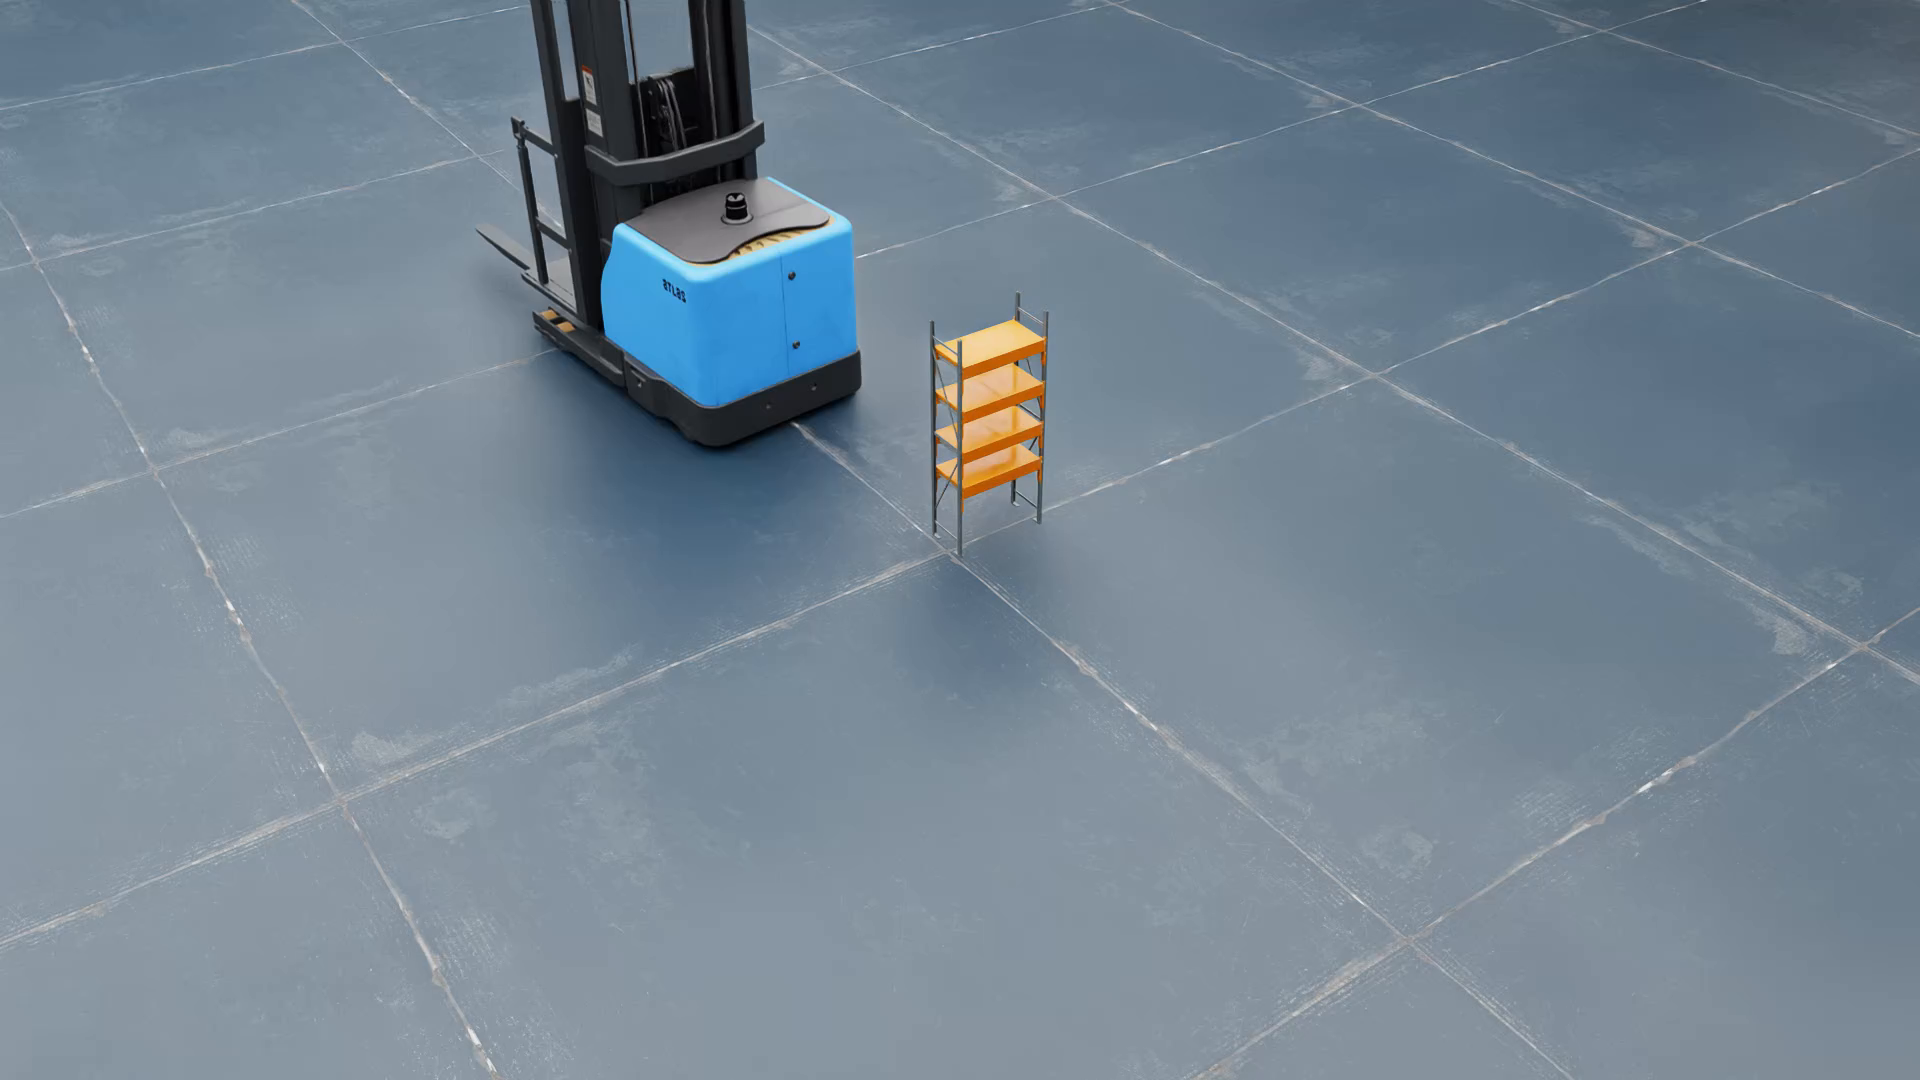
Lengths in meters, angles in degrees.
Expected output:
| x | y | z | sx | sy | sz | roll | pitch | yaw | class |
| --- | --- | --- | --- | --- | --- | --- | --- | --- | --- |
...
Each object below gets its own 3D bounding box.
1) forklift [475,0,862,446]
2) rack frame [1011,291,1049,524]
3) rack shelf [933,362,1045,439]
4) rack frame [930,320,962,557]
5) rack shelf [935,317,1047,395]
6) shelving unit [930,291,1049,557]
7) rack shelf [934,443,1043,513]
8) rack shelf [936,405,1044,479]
| x | y | z | sx | sy | sz | roll | pitch | yaw | class |
| --- | --- | --- | --- | --- | --- | --- | --- | --- | --- |
| -1.885 | -2.474 | 9.180 | 1.130 | 2.935 | 3.031 | -26 | 43 | -32 | forklift |
| 0.335 | -0.625 | 8.091 | 0.015 | 1.200 | 0.240 | -22 | 41 | -28 | rack frame |
| 0.135 | -0.670 | 7.886 | 0.480 | 0.148 | 0.258 | -22 | 41 | -28 | rack shelf |
| -0.064 | -0.461 | 7.863 | 0.015 | 1.200 | 0.240 | -22 | 41 | -28 | rack frame |
| 0.135 | -0.862 | 7.748 | 0.480 | 0.148 | 0.258 | -22 | 41 | -28 | rack shelf |
| 0.135 | -0.543 | 7.977 | 0.503 | 1.200 | 0.258 | -22 | 41 | -28 | shelving unit |
| 0.135 | -0.327 | 8.132 | 0.480 | 0.148 | 0.258 | -22 | 41 | -28 | rack shelf |
| 0.135 | -0.488 | 8.016 | 0.480 | 0.148 | 0.258 | -22 | 41 | -28 | rack shelf |
